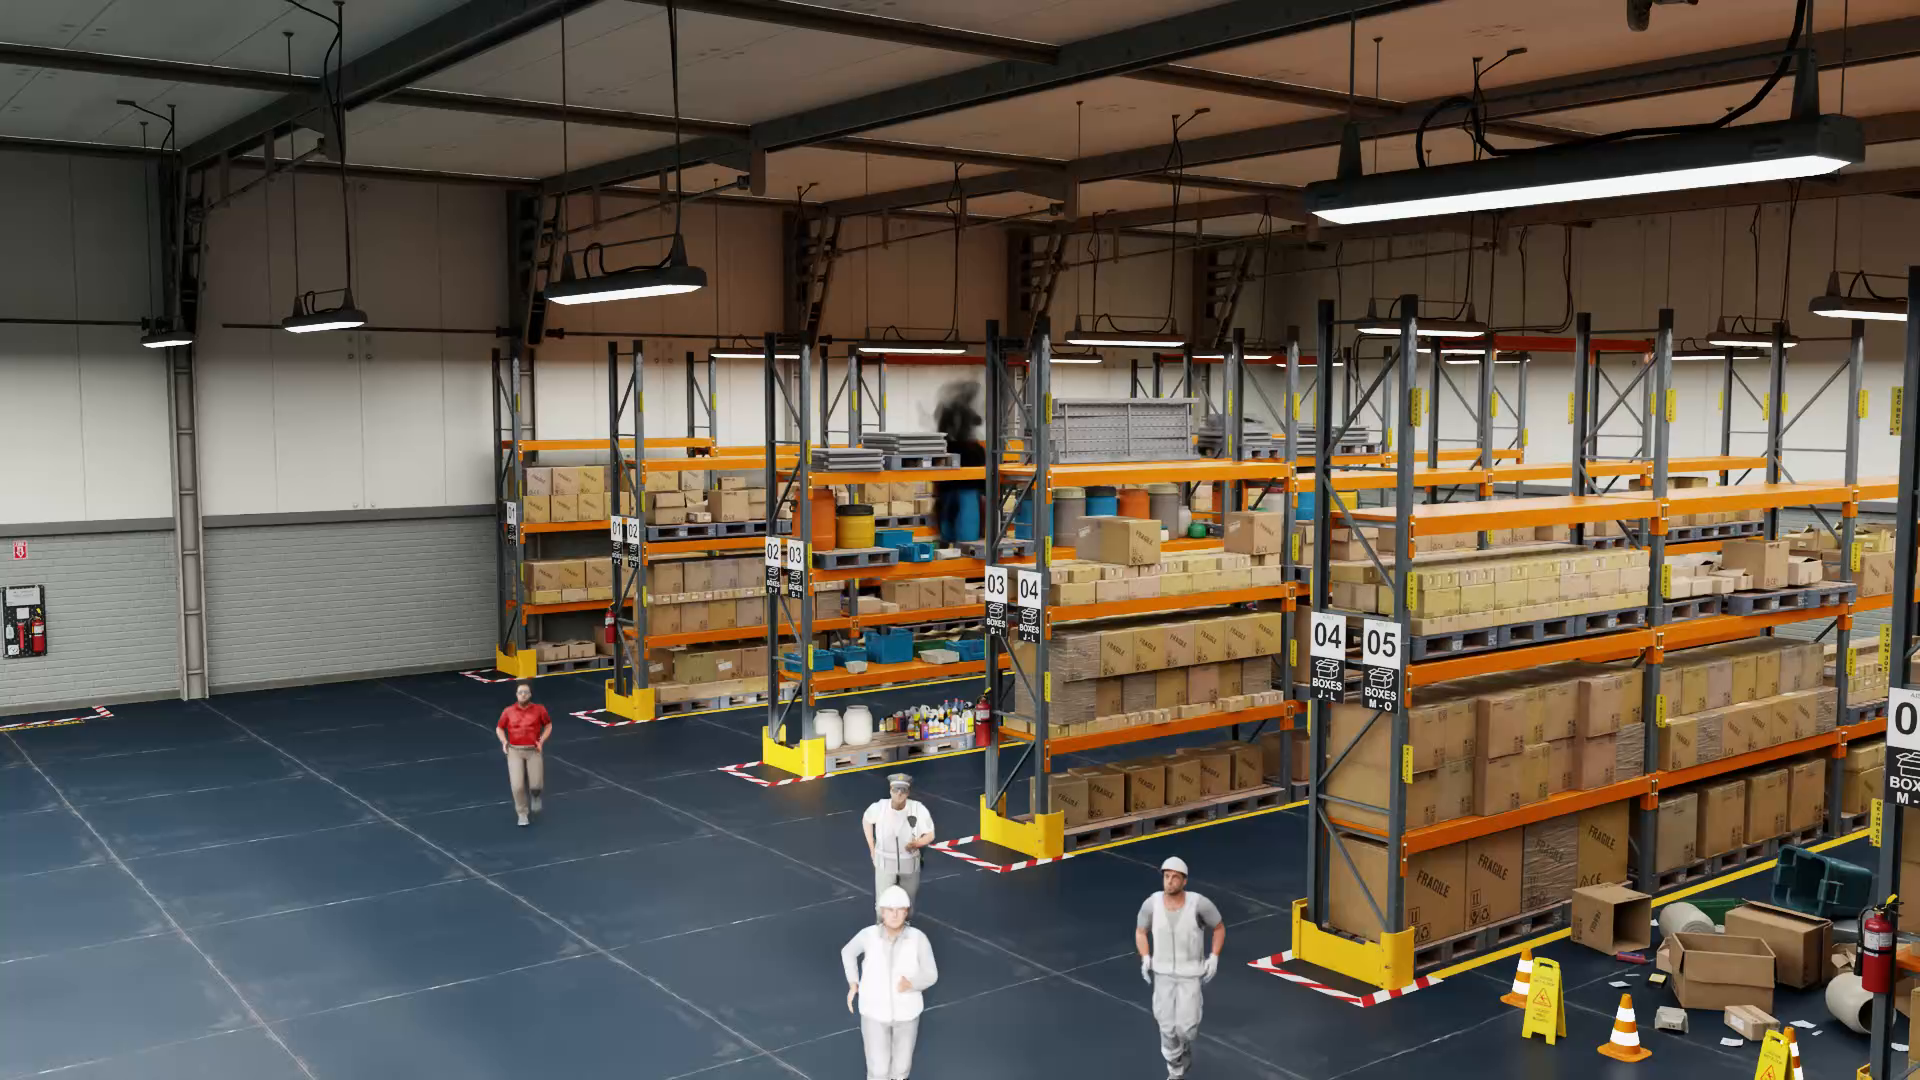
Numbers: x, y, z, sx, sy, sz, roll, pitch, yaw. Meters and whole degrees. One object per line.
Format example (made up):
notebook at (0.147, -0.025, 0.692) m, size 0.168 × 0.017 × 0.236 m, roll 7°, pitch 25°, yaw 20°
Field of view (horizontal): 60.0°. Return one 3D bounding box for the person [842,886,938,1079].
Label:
person at (-0.473, 3.280, 11.445) m, size 0.638 × 1.815 × 0.699 m, roll -1°, pitch 5°, yaw -9°

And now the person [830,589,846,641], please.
person at (-2.310, 1.618, 30.998) m, size 0.777 × 1.718 × 0.547 m, roll -5°, pitch 7°, yaw -44°

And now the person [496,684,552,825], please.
person at (-5.253, 2.598, 20.058) m, size 0.661 × 1.608 × 0.629 m, roll -1°, pitch 5°, yaw -12°

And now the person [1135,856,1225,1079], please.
person at (1.610, 3.217, 12.334) m, size 0.663 × 1.745 × 0.544 m, roll 2°, pitch 5°, yaw 17°

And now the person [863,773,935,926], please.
person at (-0.551, 2.982, 15.058) m, size 0.643 × 1.800 × 0.768 m, roll 0°, pitch 5°, yaw -5°
